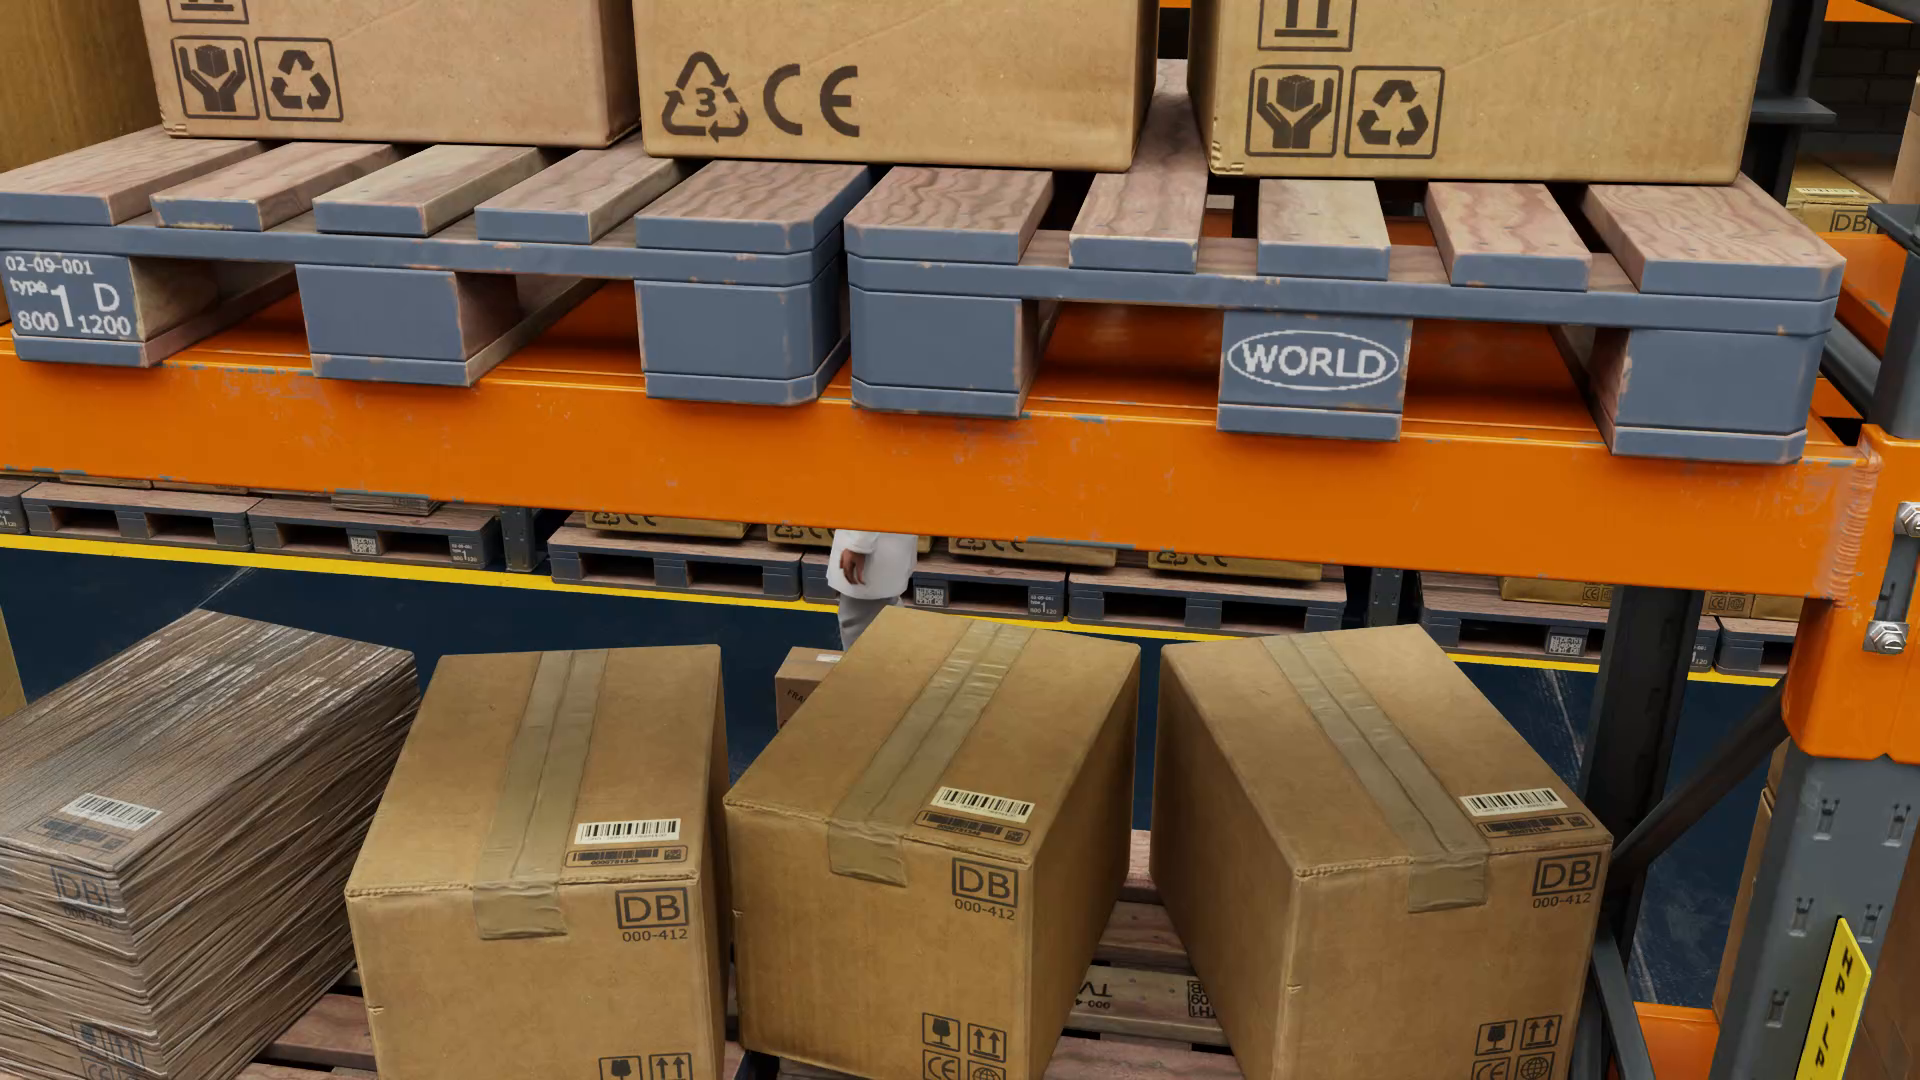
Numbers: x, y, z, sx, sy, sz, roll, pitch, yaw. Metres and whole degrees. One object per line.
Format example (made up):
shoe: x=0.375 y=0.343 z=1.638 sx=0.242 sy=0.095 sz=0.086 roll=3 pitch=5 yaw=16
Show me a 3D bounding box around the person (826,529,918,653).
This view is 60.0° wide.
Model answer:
person: x=-0.337 y=-0.071 z=6.281 sx=0.426 sy=1.773 sz=0.652 roll=3 pitch=25 yaw=6
